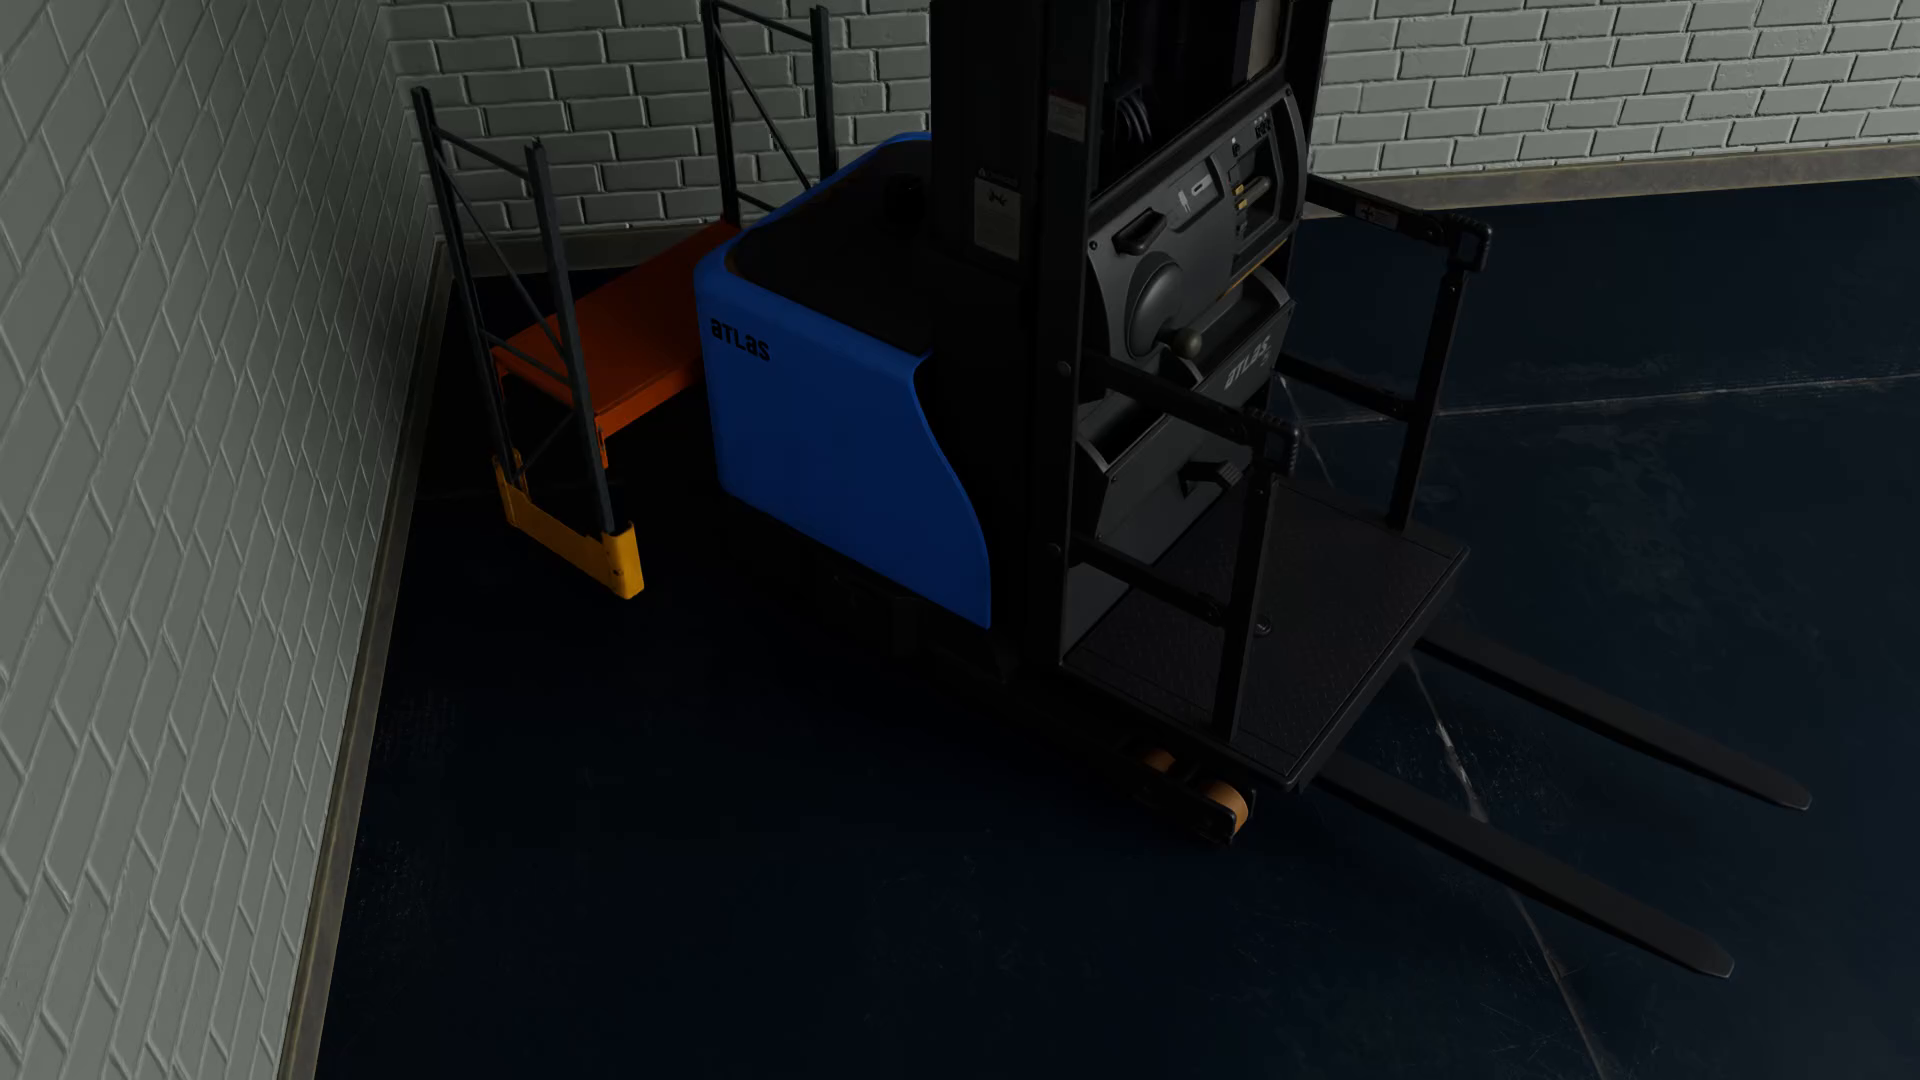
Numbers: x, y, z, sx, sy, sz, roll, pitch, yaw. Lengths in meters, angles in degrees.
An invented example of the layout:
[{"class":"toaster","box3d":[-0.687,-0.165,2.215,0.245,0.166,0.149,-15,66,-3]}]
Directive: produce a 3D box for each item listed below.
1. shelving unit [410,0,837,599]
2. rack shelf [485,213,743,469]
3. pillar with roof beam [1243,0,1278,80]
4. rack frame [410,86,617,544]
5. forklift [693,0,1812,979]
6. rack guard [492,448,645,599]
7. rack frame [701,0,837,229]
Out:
[{"class":"shelving unit","box3d":[-0.891,-0.776,4.990,0.587,1.500,1.083,29,50,28]},{"class":"rack shelf","box3d":[-0.896,-0.637,5.105,0.538,0.185,1.000,29,50,28]},{"class":"pillar with roof beam","box3d":[1.580,-1.660,0.372,0.400,9.000,9.100,-5,42,-6]},{"class":"rack frame","box3d":[-1.221,-0.509,4.695,0.500,1.500,0.032,29,50,28]},{"class":"forklift","box3d":[0.743,-0.704,3.842,3.031,2.935,1.130,27,48,26]},{"class":"rack guard","box3d":[-1.209,-0.055,5.124,0.587,0.250,0.087,29,50,28]},{"class":"rack frame","box3d":[-0.571,-1.033,5.275,0.500,1.500,0.032,29,50,28]}]
